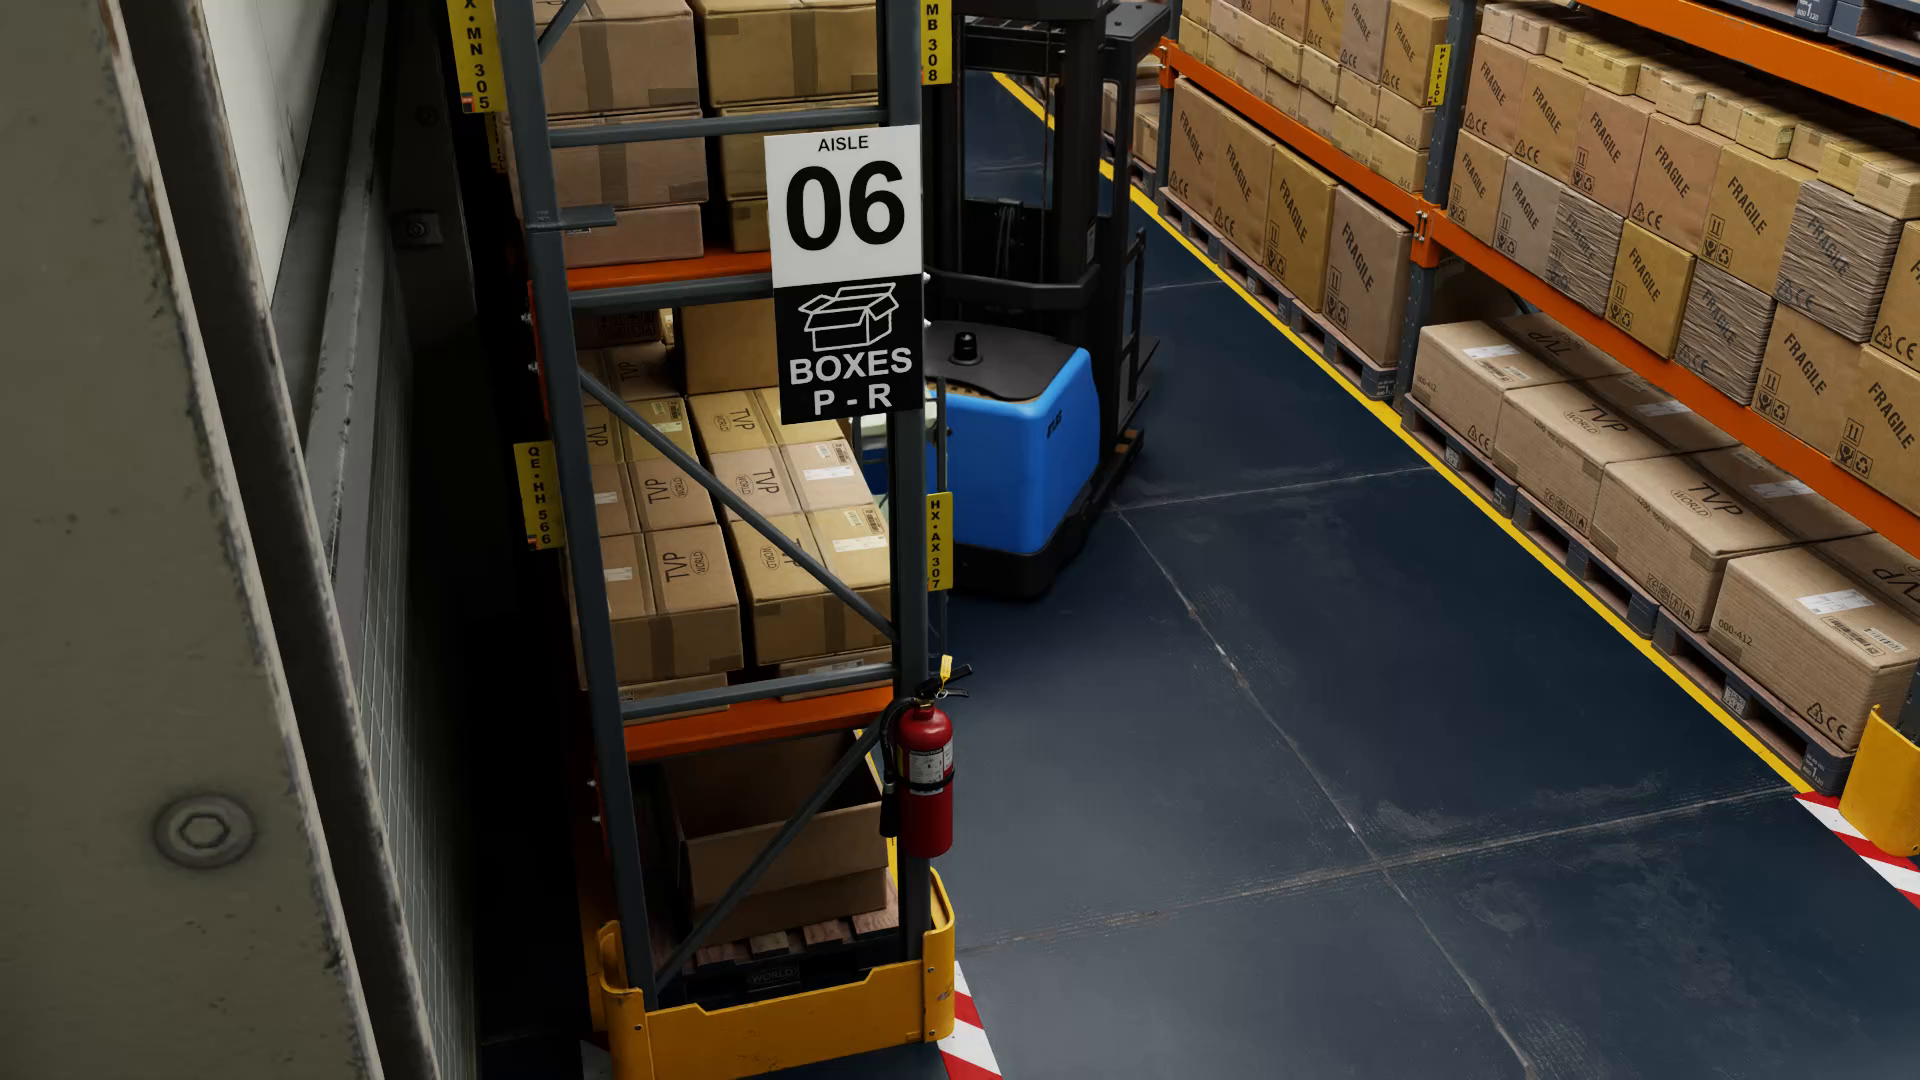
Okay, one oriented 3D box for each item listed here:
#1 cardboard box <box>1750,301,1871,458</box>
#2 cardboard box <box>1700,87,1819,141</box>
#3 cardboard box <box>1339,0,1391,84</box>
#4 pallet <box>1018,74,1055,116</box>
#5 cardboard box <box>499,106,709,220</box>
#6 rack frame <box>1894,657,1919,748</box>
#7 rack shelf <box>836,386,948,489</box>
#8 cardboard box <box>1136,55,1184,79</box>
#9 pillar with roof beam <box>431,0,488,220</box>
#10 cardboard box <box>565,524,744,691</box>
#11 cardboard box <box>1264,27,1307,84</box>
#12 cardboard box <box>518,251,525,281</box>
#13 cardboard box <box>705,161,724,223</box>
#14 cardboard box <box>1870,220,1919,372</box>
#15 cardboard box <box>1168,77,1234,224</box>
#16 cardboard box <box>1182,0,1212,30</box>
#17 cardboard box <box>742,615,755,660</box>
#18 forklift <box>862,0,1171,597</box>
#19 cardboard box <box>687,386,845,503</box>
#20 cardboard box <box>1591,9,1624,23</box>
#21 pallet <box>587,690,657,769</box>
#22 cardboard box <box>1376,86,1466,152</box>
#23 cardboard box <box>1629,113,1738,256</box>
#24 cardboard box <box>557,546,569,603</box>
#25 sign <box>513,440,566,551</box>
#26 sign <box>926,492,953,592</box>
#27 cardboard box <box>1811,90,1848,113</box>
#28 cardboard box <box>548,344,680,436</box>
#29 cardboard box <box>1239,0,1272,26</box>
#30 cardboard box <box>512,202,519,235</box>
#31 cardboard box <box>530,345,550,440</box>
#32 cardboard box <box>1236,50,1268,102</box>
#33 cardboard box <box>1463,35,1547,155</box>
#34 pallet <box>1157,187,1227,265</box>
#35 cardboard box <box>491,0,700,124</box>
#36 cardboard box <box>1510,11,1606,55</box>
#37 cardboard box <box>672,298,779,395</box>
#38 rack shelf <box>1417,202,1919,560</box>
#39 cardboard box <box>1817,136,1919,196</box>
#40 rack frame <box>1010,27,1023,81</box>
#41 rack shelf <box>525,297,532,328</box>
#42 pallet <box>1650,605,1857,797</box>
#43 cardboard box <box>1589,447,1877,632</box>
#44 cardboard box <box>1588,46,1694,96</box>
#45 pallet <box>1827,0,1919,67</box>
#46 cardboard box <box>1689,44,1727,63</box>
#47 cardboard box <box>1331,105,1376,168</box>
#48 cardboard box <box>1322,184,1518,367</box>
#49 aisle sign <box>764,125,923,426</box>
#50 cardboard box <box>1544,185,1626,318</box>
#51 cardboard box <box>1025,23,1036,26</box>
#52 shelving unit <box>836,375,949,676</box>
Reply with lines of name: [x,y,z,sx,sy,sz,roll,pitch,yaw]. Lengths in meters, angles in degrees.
cardboard box: [3.690,-0.692,6.852,0.500,0.500,0.500,-8,31,-14]
cardboard box: [3.460,-1.849,7.204,0.380,0.149,0.250,-7,31,-12]
cardboard box: [2.625,-3.046,9.921,0.500,0.500,0.500,-7,31,-12]
pallet: [1.215,-4.420,16.176,1.003,0.211,1.213,-8,31,-13]
cardboard box: [-0.973,-1.086,4.490,0.500,0.250,0.500,-8,31,-14]
rack frame: [4.192,-0.207,6.113,1.000,3.000,0.127,-8,31,-13]
rack shelf: [-0.350,-0.526,7.382,0.431,0.370,0.720,-8,31,-13]
cardboard box: [1.529,-4.112,15.063,0.950,0.372,0.625,-7,31,-12]
pillar with roof beam: [0.219,-7.088,12.012,9.100,9.000,0.400,-8,31,-13]
cardboard box: [-0.971,0.204,5.256,0.500,0.250,0.500,-7,31,-12]
cardboard box: [2.343,-3.206,10.945,0.500,0.250,0.500,-7,31,-12]
cardboard box: [-2.474,-1.526,10.468,0.500,0.500,0.500,-9,31,-15]
cardboard box: [-0.548,-1.043,4.813,0.380,0.149,0.250,-7,31,-12]
cardboard box: [3.834,-0.884,6.185,0.500,0.500,0.500,-7,31,-12]
cardboard box: [2.172,-2.988,12.620,0.875,0.875,0.875,-8,31,-14]
cardboard box: [1.965,-3.945,12.221,0.500,0.250,0.500,-8,31,-14]
cardboard box: [-0.528,0.252,5.572,0.380,0.149,0.250,-7,31,-12]
forklift: [0.417,-1.714,8.785,1.130,2.935,3.031,11,32,18]
cardboard box: [-0.725,-0.352,6.216,0.500,0.250,0.500,-8,31,-14]
cardboard box: [3.484,-2.647,8.584,0.380,0.149,0.250,-7,31,-12]
pallet: [-1.146,0.652,7.413,1.003,0.211,1.213,-8,31,-13]
cardboard box: [2.779,-2.471,9.675,0.500,0.250,0.500,-8,31,-13]
cardboard box: [3.407,-1.615,7.448,0.500,0.500,0.500,-8,31,-14]
cardboard box: [-1.221,0.073,5.880,0.380,0.149,0.250,-8,31,-13]
sign: [-1.133,-0.119,4.490,0.100,0.325,0.005,-8,31,-13]
sign: [-0.070,0.008,4.878,0.100,0.325,0.005,-8,31,-13]
cardboard box: [3.993,-1.927,7.339,0.380,0.149,0.250,-9,31,-14]
cardboard box: [-1.372,-0.537,6.537,0.500,0.250,0.500,-8,31,-13]
cardboard box: [2.227,-3.786,11.198,0.500,0.500,0.500,-7,31,-12]
cardboard box: [-2.708,-2.111,10.832,0.380,0.149,0.250,-9,31,-16]
cardboard box: [-2.070,-0.775,9.170,0.500,0.500,0.500,-8,31,-14]
cardboard box: [2.243,-3.236,11.496,0.500,0.250,0.500,-7,31,-12]
cardboard box: [3.023,-2.353,8.722,0.500,0.500,0.500,-8,31,-13]
pallet: [2.205,-2.473,12.812,1.003,0.211,1.213,-8,31,-13]
cardboard box: [-0.980,-1.301,4.363,0.500,0.250,0.500,-9,31,-15]
cardboard box: [3.047,-2.587,8.480,0.380,0.149,0.250,-7,31,-13]
cardboard box: [-0.852,-0.913,6.437,0.500,0.500,0.500,-7,31,-12]
rack shelf: [3.661,-0.861,7.962,1.077,0.370,4.000,-8,31,-13]
cardboard box: [3.636,-1.470,6.551,0.380,0.149,0.250,-7,31,-12]
rack frame: [1.007,-6.003,16.126,1.000,3.000,0.127,-8,31,-13]
rack shelf: [-2.185,-2.132,10.157,1.077,0.370,4.000,-8,31,-13]
pallet: [3.904,0.624,7.461,1.003,0.211,1.213,-8,31,-13]
cardboard box: [3.669,-0.026,7.939,0.875,0.438,0.875,-7,31,-12]
cardboard box: [3.205,-2.209,7.826,0.380,0.149,0.250,-9,31,-15]
pallet: [3.985,-1.824,6.001,1.003,0.211,1.213,-8,31,-13]
cardboard box: [3.726,-2.290,7.966,0.380,0.149,0.250,-8,31,-14]
cardboard box: [2.634,-2.503,10.230,0.500,0.250,0.500,-8,31,-14]
cardboard box: [2.888,-1.690,10.377,0.875,0.875,0.875,-7,31,-12]
aisle sign: [-0.292,-0.676,4.329,0.394,0.787,0.004,-8,31,-13]
cardboard box: [3.258,-1.436,8.137,0.500,0.500,0.500,-8,31,-13]
cardboard box: [0.591,-5.244,17.142,0.500,0.250,0.500,-6,31,-11]
shelving unit: [-0.350,-0.188,7.578,0.431,1.500,0.755,-8,31,-13]
